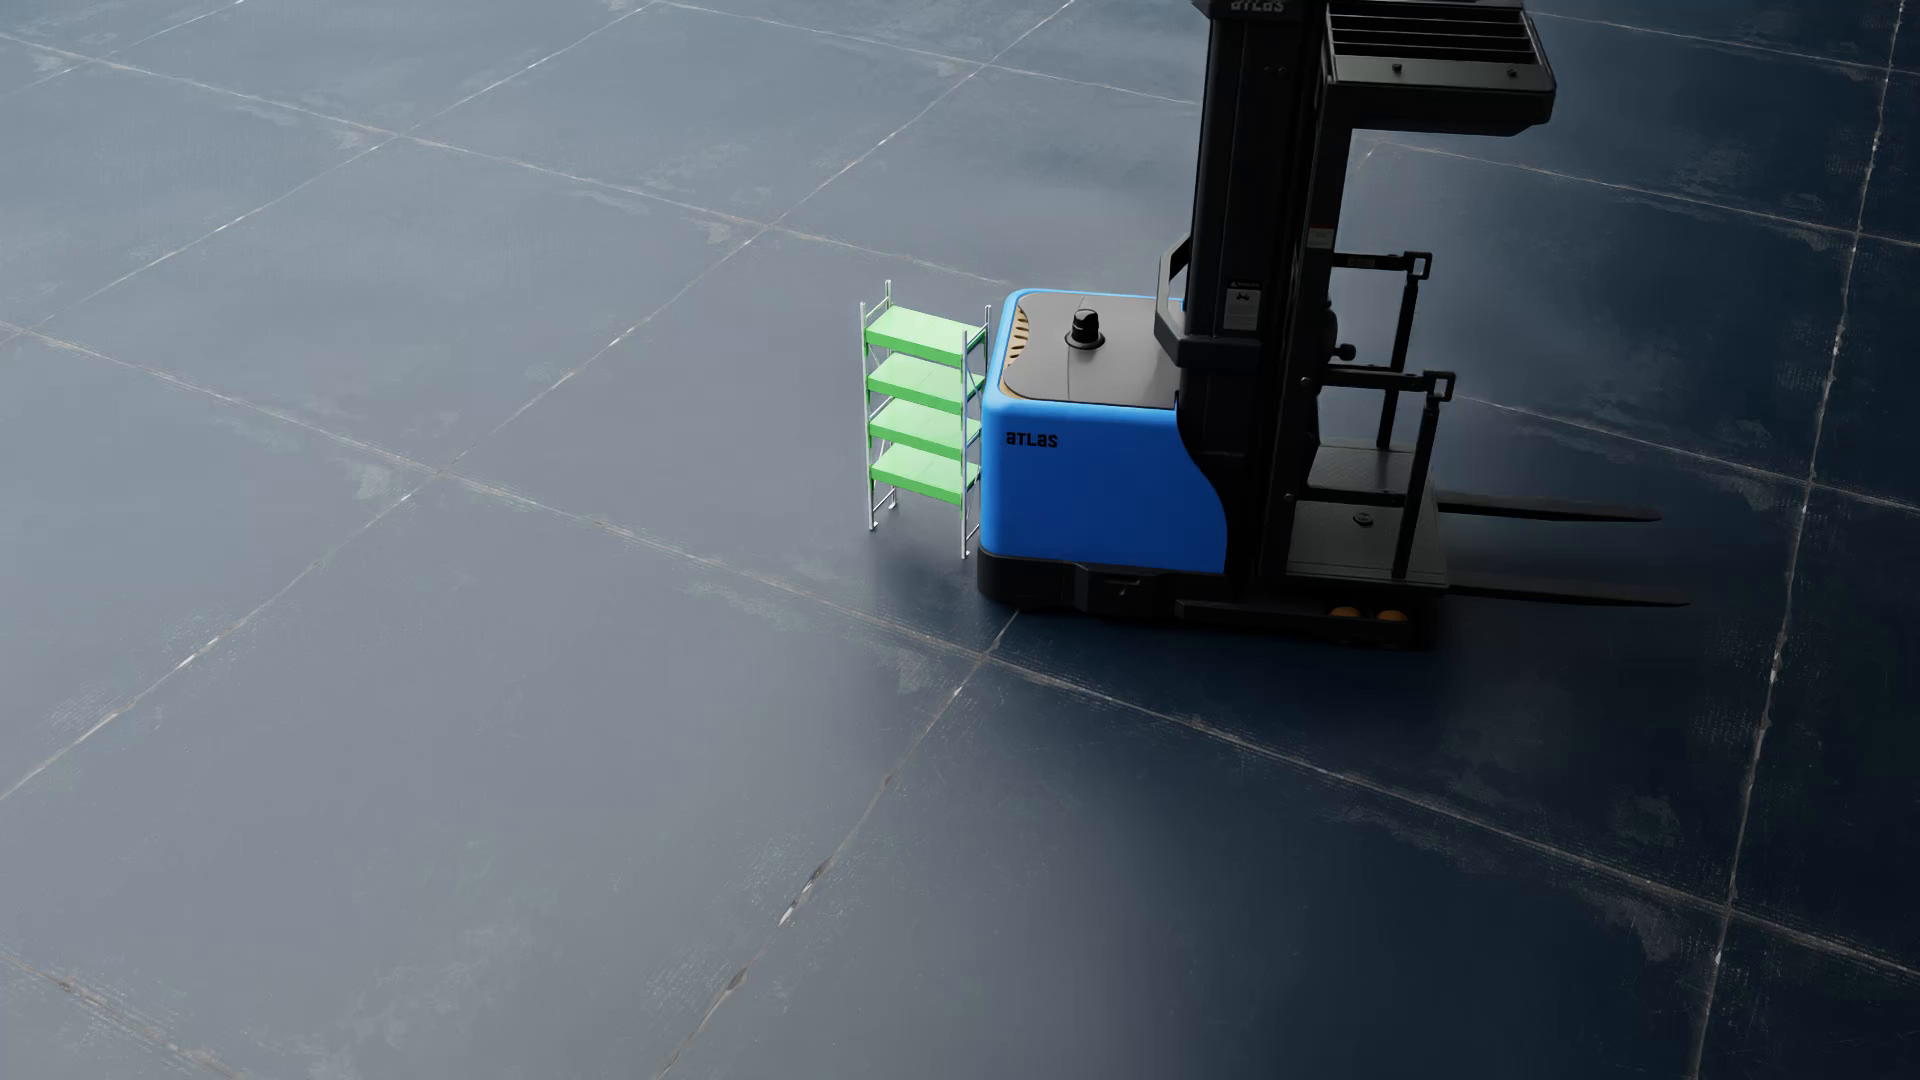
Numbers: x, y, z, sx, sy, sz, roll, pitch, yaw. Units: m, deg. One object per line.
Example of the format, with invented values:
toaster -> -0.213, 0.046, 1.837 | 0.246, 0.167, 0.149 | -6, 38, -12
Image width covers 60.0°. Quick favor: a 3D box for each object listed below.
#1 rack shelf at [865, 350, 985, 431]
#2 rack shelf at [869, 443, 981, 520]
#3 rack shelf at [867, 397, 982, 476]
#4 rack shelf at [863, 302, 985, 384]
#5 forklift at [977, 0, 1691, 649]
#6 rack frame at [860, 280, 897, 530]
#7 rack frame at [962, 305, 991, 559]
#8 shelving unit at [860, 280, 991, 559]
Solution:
rack shelf -> -0.147, -0.664, 7.341 | 0.480, 0.148, 0.258 | 17, 41, 21
rack shelf -> -0.147, -0.282, 7.632 | 0.480, 0.148, 0.258 | 17, 41, 21
rack shelf -> -0.147, -0.473, 7.486 | 0.480, 0.148, 0.258 | 17, 41, 21
rack shelf -> -0.147, -0.855, 7.196 | 0.480, 0.148, 0.258 | 17, 41, 21
forklift -> 1.635, -1.045, 6.703 | 3.031, 2.935, 1.130 | 5, 37, 6
rack frame -> -0.364, -0.592, 7.537 | 0.015, 1.200, 0.240 | 17, 41, 21
rack frame -> 0.070, -0.456, 7.358 | 0.015, 1.200, 0.240 | 17, 41, 21
shelving unit -> -0.147, -0.524, 7.448 | 0.503, 1.200, 0.258 | 17, 41, 21
